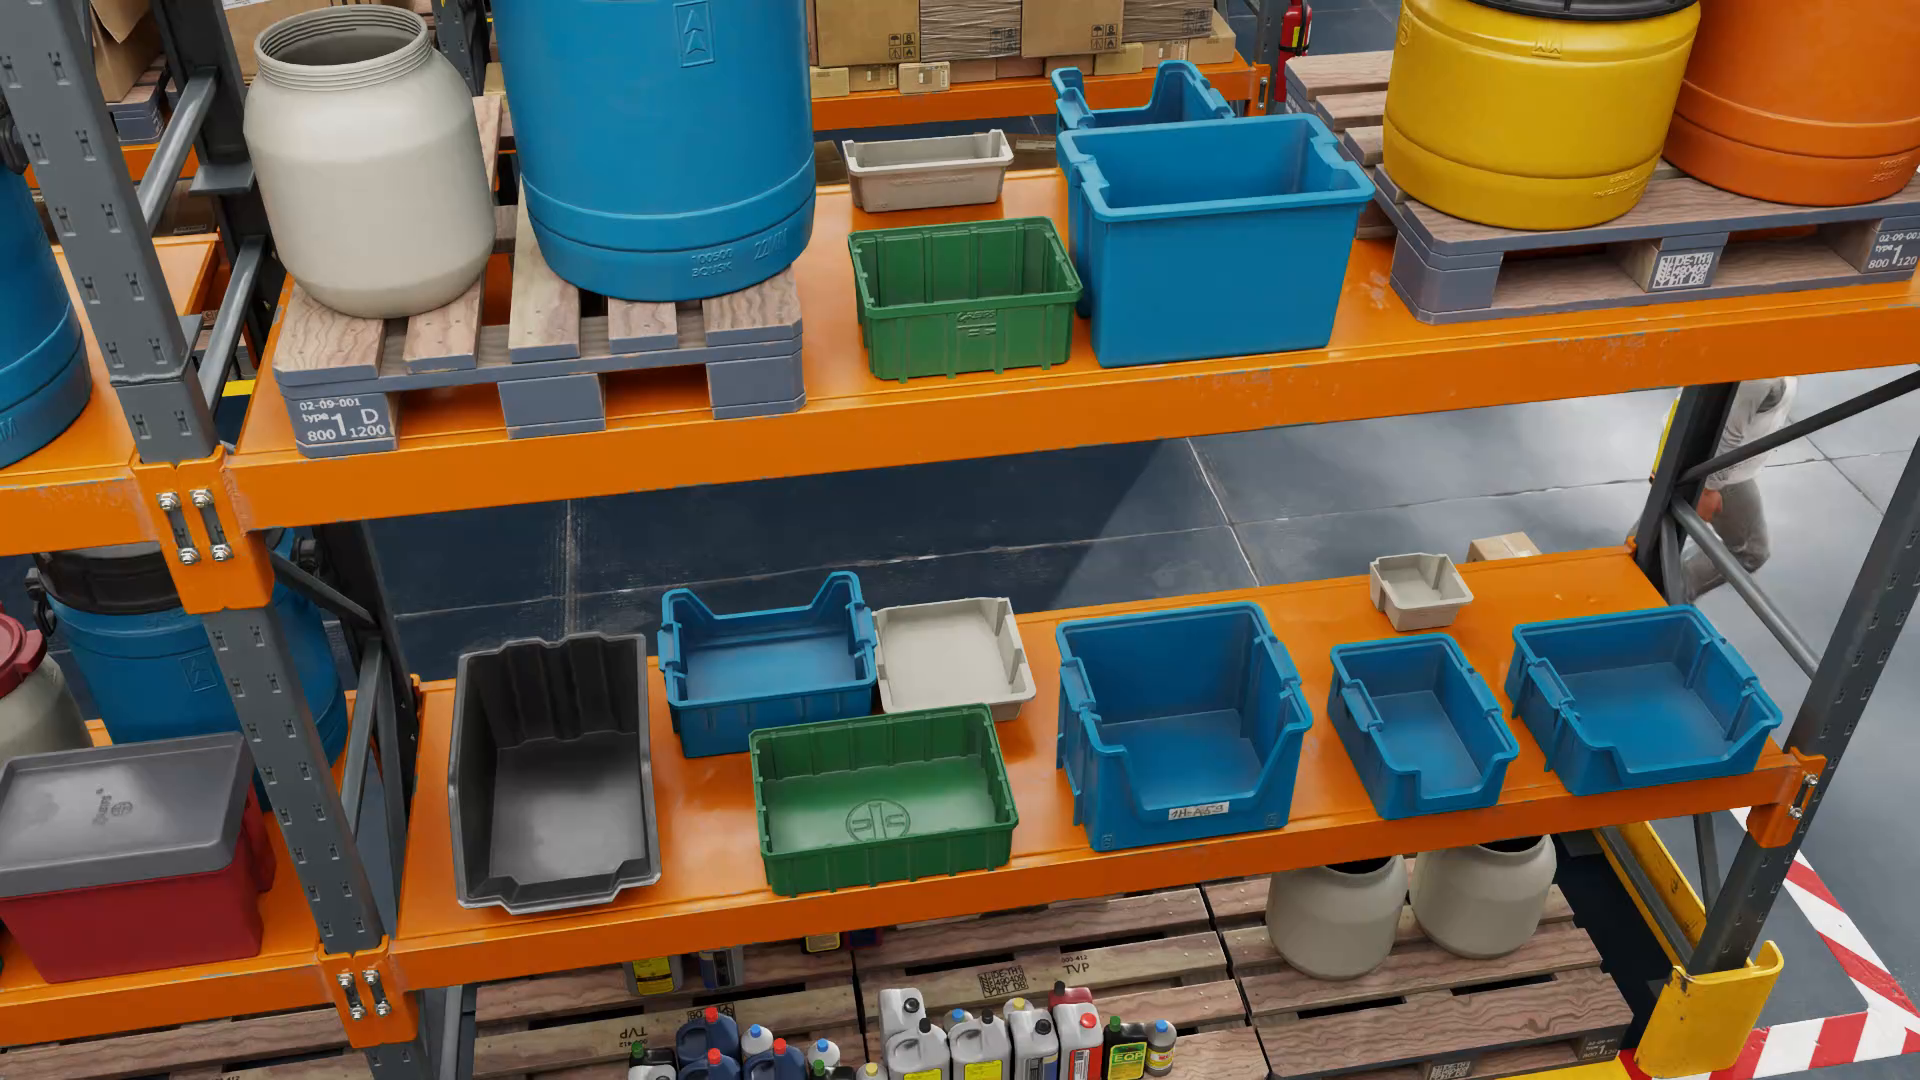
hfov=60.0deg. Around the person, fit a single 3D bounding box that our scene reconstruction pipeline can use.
[{"bbox_3d":[3.001,-0.338,6.547,0.508,1.779,0.606,5,39,7],"label":"person"}]
